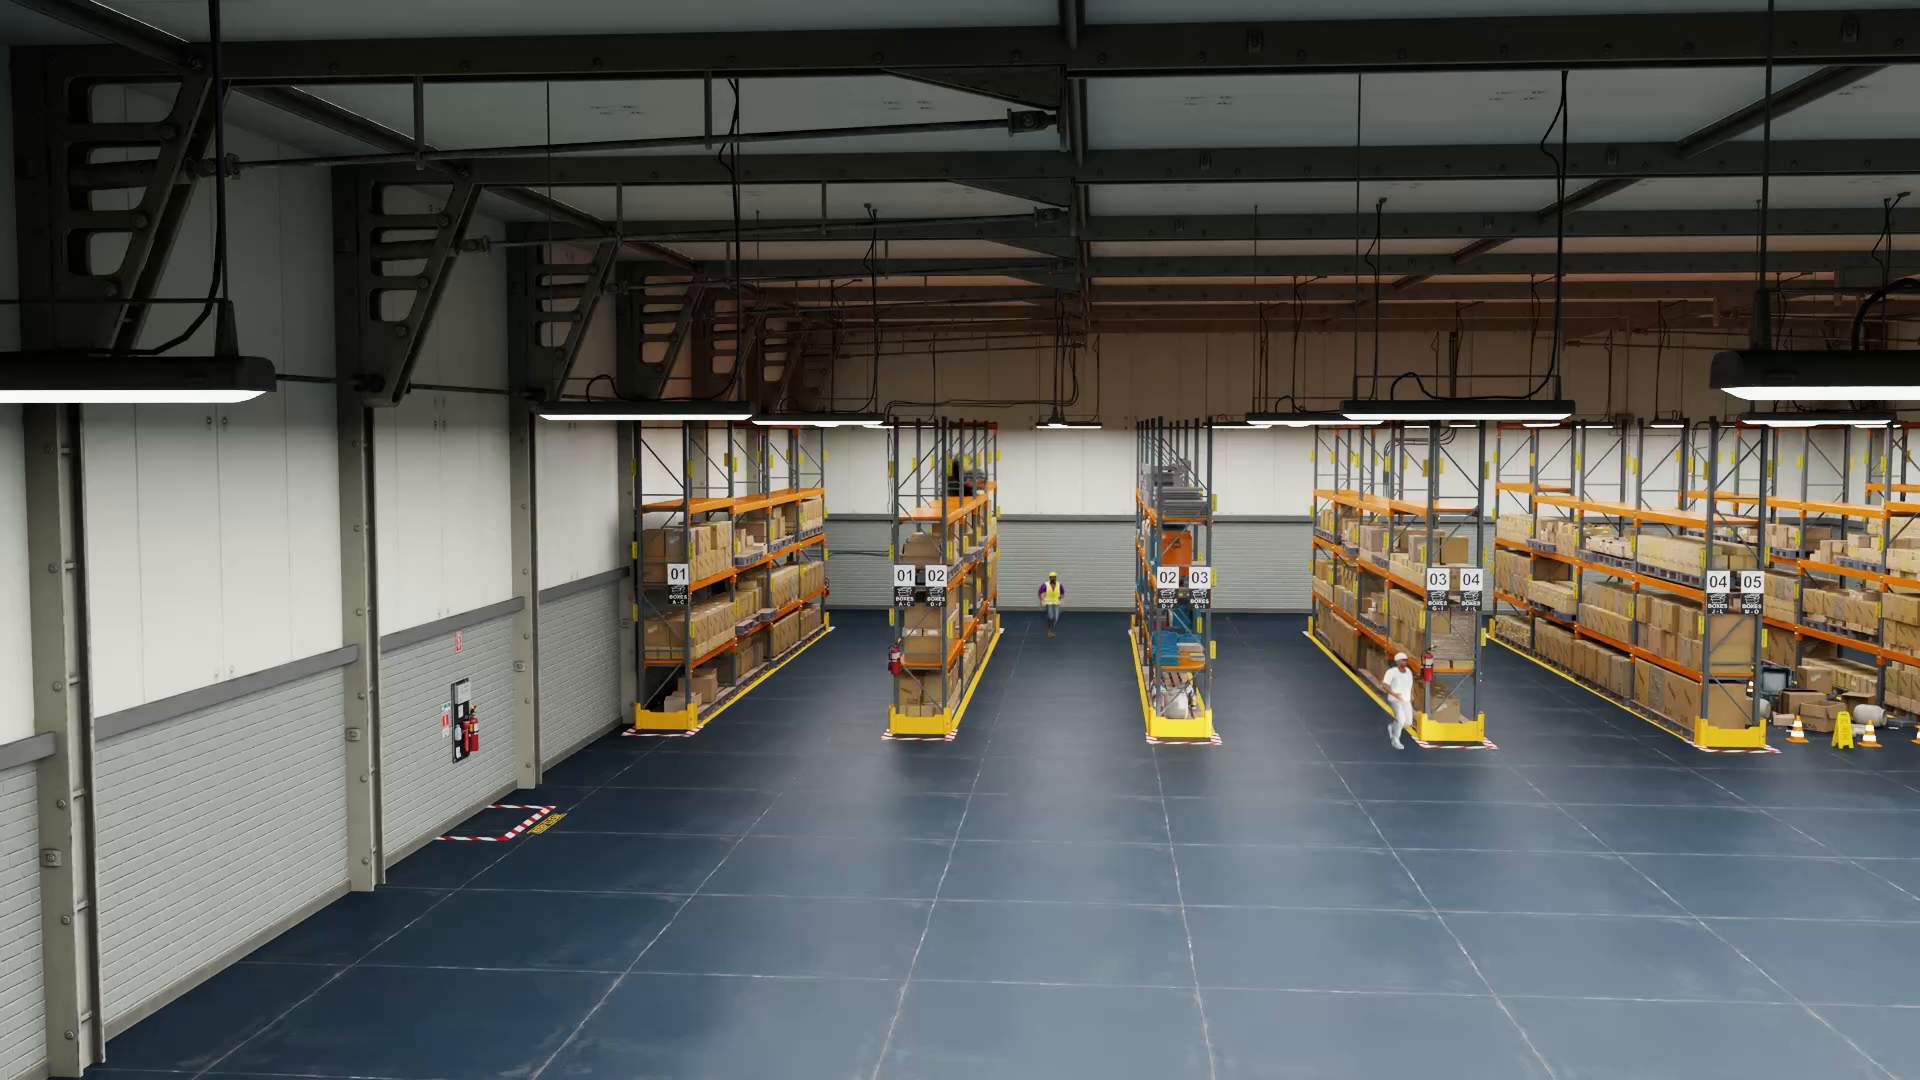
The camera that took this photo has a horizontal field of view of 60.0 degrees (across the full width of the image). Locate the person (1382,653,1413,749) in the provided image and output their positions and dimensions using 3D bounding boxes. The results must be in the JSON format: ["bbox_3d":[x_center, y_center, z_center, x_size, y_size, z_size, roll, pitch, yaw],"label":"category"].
[{"bbox_3d":[7.978,2.901,30.209,0.752,1.732,0.617,-2,4,-29],"label":"person"}]

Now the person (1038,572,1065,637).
[{"bbox_3d":[2.444,1.710,43.834,0.690,1.738,0.596,-1,4,-11],"label":"person"}]
